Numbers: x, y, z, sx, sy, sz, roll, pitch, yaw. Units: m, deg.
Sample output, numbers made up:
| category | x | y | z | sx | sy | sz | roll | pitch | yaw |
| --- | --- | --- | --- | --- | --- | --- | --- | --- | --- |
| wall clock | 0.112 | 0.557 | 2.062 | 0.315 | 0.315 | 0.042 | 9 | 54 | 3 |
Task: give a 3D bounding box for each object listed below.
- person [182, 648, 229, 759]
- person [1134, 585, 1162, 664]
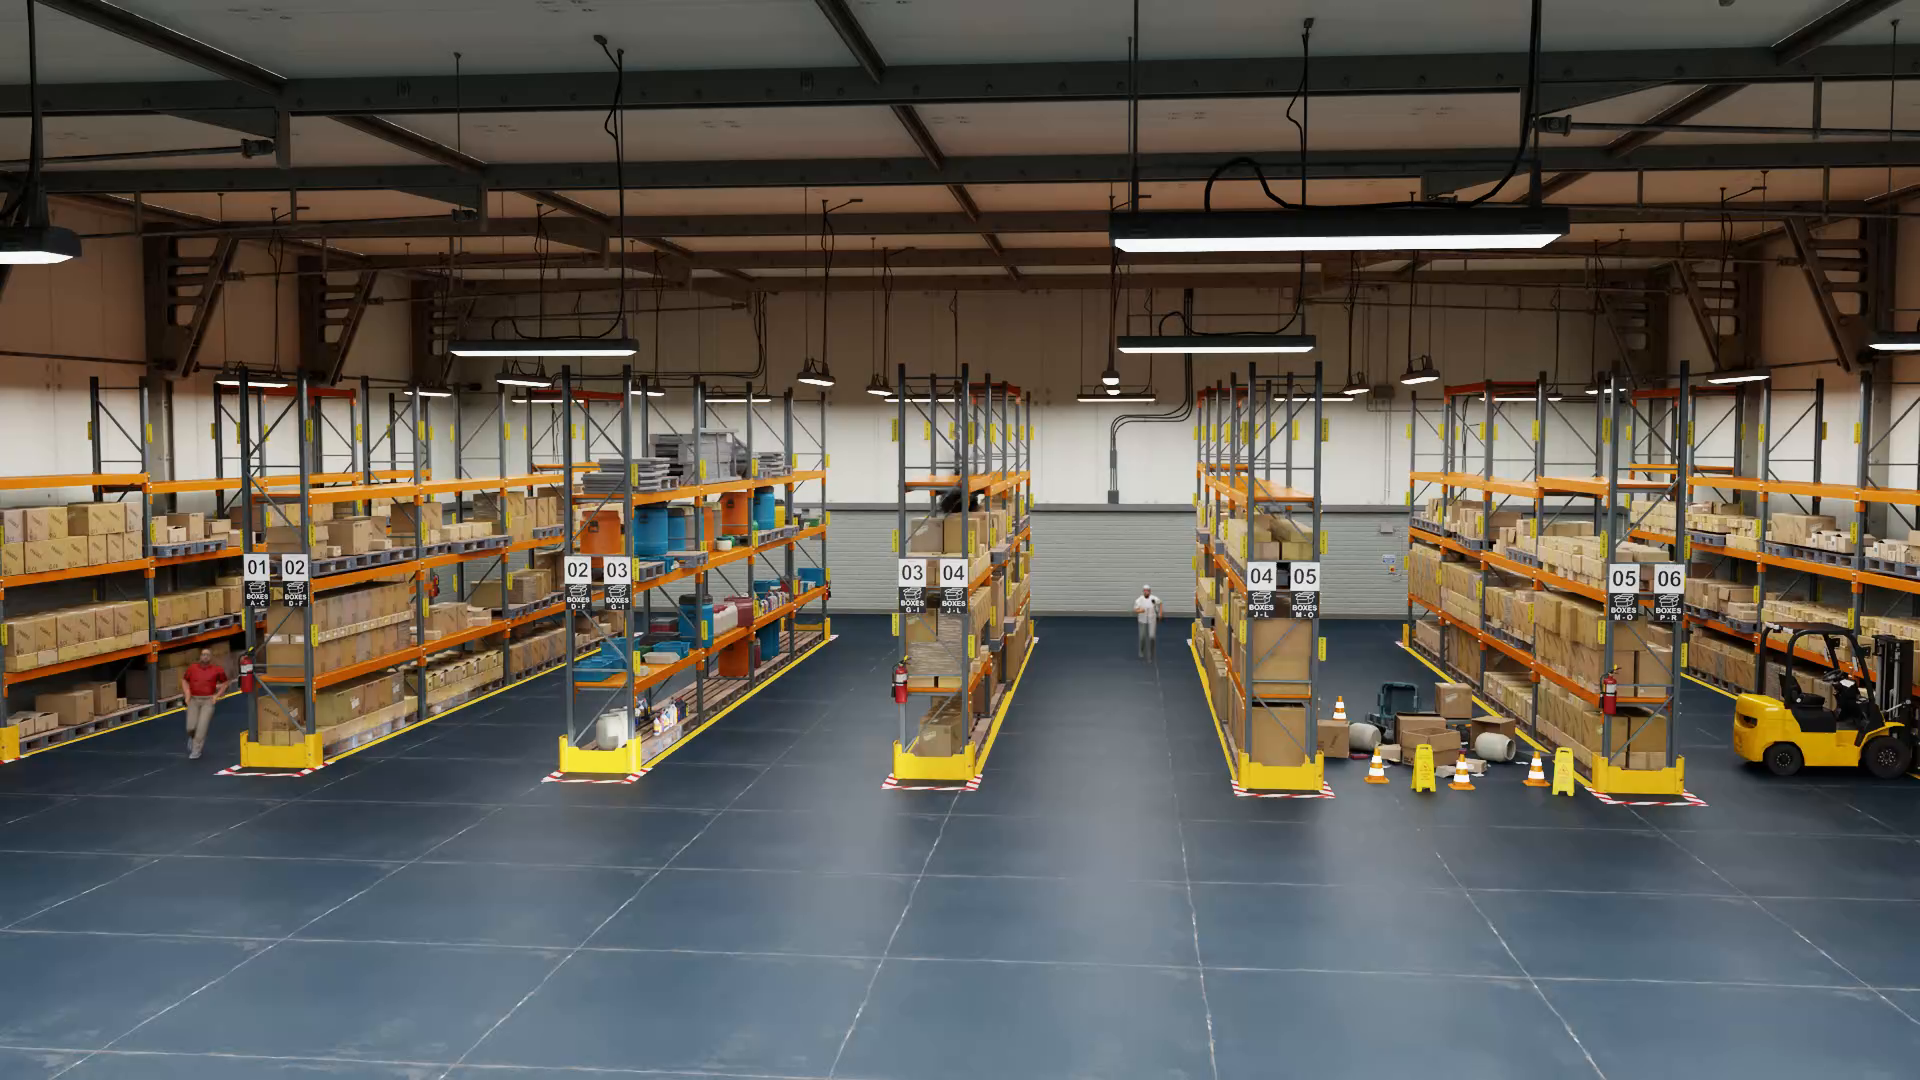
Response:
| category | x | y | z | sx | sy | sz | roll | pitch | yaw |
| --- | --- | --- | --- | --- | --- | --- | --- | --- | --- |
| person | -11.689 | 2.510 | 25.763 | 0.680 | 1.672 | 0.630 | -1 | 4 | -15 |
| person | 4.126 | 1.838 | 36.529 | 0.611 | 1.716 | 0.881 | 1 | 4 | 8 |
